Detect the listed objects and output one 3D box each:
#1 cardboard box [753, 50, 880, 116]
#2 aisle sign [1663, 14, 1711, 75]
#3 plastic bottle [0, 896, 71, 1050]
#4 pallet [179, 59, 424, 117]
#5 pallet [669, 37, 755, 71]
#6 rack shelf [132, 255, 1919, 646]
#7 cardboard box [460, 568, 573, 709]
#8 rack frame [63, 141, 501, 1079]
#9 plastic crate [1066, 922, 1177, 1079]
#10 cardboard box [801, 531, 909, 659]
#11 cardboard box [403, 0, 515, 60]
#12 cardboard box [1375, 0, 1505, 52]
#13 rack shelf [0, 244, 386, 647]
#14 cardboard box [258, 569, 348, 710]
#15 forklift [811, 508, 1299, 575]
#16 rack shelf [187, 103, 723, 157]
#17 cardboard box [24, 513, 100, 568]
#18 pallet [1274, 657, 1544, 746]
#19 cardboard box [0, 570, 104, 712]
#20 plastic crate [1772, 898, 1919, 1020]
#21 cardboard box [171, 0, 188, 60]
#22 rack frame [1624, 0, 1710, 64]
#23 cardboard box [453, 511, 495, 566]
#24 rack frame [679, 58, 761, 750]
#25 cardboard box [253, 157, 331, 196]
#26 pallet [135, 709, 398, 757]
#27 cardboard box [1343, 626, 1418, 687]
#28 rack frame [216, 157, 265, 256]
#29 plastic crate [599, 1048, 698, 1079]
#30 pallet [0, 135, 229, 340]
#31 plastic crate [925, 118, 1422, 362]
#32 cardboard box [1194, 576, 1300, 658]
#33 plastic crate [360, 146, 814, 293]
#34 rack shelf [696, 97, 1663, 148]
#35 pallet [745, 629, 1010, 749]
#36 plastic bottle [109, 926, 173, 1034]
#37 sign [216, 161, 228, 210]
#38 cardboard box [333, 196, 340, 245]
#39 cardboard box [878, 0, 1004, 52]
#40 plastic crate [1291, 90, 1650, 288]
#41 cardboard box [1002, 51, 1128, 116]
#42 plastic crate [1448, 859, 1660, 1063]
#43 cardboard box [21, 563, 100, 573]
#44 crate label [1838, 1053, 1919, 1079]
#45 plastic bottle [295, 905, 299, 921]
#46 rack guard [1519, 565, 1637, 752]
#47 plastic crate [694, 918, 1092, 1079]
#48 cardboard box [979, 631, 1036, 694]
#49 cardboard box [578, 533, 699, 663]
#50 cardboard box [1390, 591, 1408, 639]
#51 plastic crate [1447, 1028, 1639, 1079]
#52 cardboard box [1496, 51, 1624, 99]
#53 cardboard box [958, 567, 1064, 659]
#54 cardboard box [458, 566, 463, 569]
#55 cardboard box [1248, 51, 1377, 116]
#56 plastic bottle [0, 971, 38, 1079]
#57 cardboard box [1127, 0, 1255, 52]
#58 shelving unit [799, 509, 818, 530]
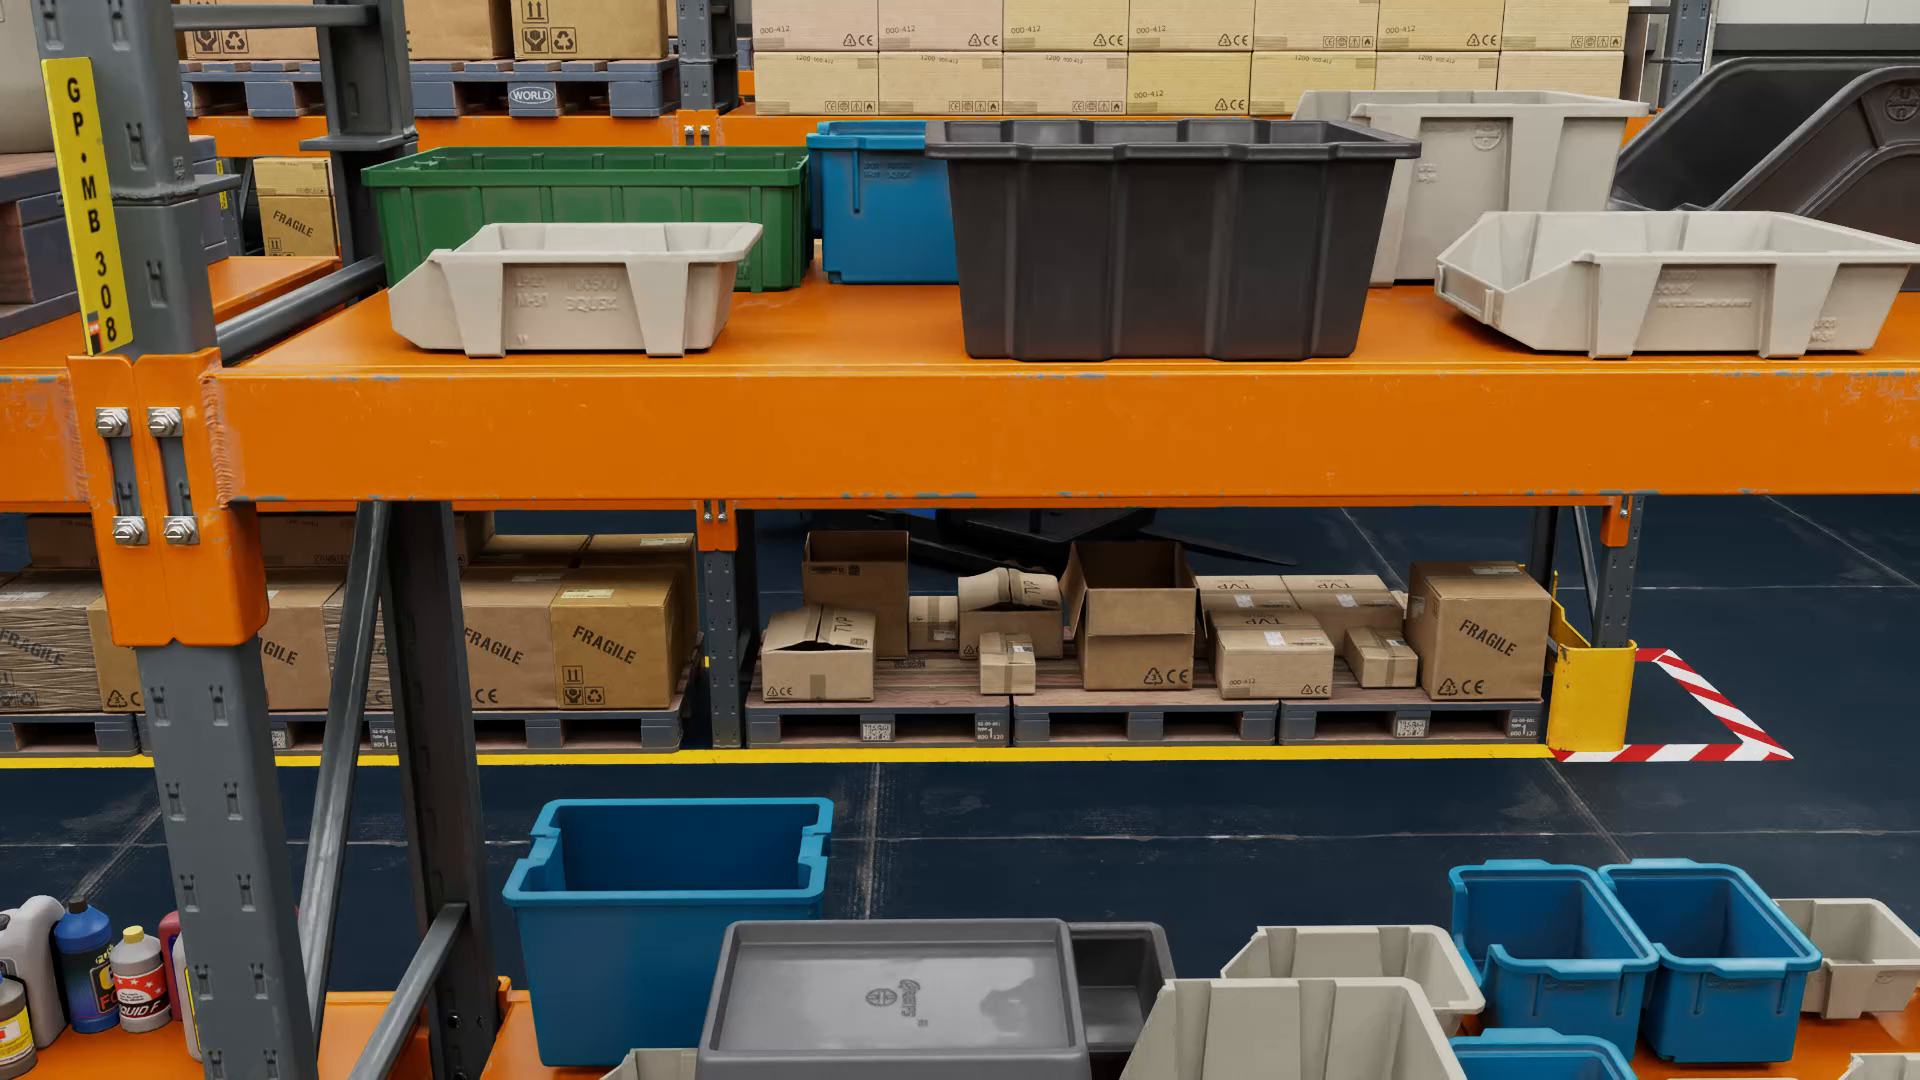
[{"bbox_3d":[-0.581,-1.910,6.926,0.500,0.250,0.500,0,18,-1],"label":"cardboard box"},{"bbox_3d":[3.002,-1.790,6.962,0.004,0.787,0.394,0,18,-1],"label":"aisle sign"},{"bbox_3d":[-1.831,0.833,3.242,0.135,0.276,0.152,0,18,-1],"label":"plastic bottle"},{"bbox_3d":[-2.761,-1.977,7.198,1.003,0.211,1.213,0,18,-1],"label":"pallet"},{"bbox_3d":[-2.069,-3.457,11.816,1.217,0.209,0.805,-1,18,-3],"label":"pallet"},{"bbox_3d":[1.004,-0.209,2.555,4.000,0.370,1.077,0,18,-1],"label":"rack shelf"},{"bbox_3d":[-2.054,0.444,7.624,0.500,0.500,0.500,0,18,-1],"label":"cardboard box"},{"bbox_3d":[-0.996,0.887,2.873,0.127,3.000,1.000,0,18,-1],"label":"rack frame"},{"bbox_3d":[0.119,0.902,3.179,0.590,0.125,0.437,0,18,-1],"label":"plastic crate"},{"bbox_3d":[-0.505,0.265,8.183,0.500,0.500,0.500,0,18,-1],"label":"cardboard box"},{"bbox_3d":[-2.243,-2.360,7.067,0.600,0.600,0.600,0,18,-1],"label":"cardboard box"},{"bbox_3d":[1.919,-2.158,6.879,0.500,0.250,0.500,0,18,-1],"label":"cardboard box"},{"bbox_3d":[-2.996,-0.190,2.495,4.000,0.370,1.077,0,18,-1],"label":"rack shelf"},{"bbox_3d":[-3.064,0.450,7.607,0.500,0.500,0.500,-1,18,-3],"label":"cardboard box"},{"bbox_3d":[0.525,-1.261,9.679,3.031,2.935,1.130,14,22,36],"label":"forklift"},{"bbox_3d":[-3.070,-1.702,7.211,4.000,0.370,1.077,0,18,-1],"label":"rack shelf"},{"bbox_3d":[-4.082,-0.061,7.972,0.500,0.250,0.500,0,18,1],"label":"cardboard box"},{"bbox_3d":[2.056,0.687,8.061,1.213,0.211,1.003,0,18,-1],"label":"pallet"},{"bbox_3d":[-4.087,0.455,7.592,0.500,0.500,0.500,-1,18,-3],"label":"cardboard box"},{"bbox_3d":[1.751,0.844,3.338,0.298,0.136,0.250,0,18,-1],"label":"plastic crate"},{"bbox_3d":[-3.605,-2.100,7.110,0.500,0.500,0.910,0,18,-1],"label":"cardboard box"},{"bbox_3d":[2.929,-3.502,6.733,0.127,3.000,1.000,0,18,-1],"label":"rack frame"},{"bbox_3d":[-2.558,-0.070,7.999,0.500,0.250,0.500,0,18,-1],"label":"cardboard box"},{"bbox_3d":[-1.071,-0.626,7.589,0.127,3.000,1.000,0,18,-1],"label":"rack frame"},{"bbox_3d":[-4.665,-2.599,11.829,0.500,0.250,0.500,0,18,0],"label":"cardboard box"},{"bbox_3d":[-3.106,0.724,7.946,1.213,0.211,1.003,0,18,-1],"label":"pallet"},{"bbox_3d":[1.983,0.546,7.852,0.250,0.166,0.380,0,18,-1],"label":"cardboard box"},{"bbox_3d":[-5.152,-2.120,12.245,0.127,3.000,1.000,0,18,-1],"label":"rack frame"},{"bbox_3d":[-0.529,1.025,2.775,0.243,0.136,0.396,0,18,-1],"label":"plastic crate"},{"bbox_3d":[-1.778,-0.418,2.339,1.003,0.211,1.213,0,18,-1],"label":"pallet"},{"bbox_3d":[0.250,-0.402,2.193,0.590,0.269,0.497,0,18,-1],"label":"plastic crate"},{"bbox_3d":[1.381,0.375,8.249,0.500,0.250,0.500,0,18,-1],"label":"cardboard box"},{"bbox_3d":[-0.577,-0.535,2.741,0.662,0.188,0.450,0,18,-1],"label":"plastic crate"},{"bbox_3d":[0.929,-1.722,7.271,4.000,0.370,1.077,0,18,-1],"label":"rack shelf"},{"bbox_3d":[-0.384,0.699,8.025,1.213,0.211,1.003,0,18,-1],"label":"pallet"},{"bbox_3d":[-1.618,0.859,3.283,0.097,0.201,0.097,0,18,0],"label":"plastic bottle"},{"bbox_3d":[-5.134,-2.468,11.564,0.005,0.325,0.100,0,18,-1],"label":"sign"},{"bbox_3d":[-4.139,-2.243,11.944,0.500,0.500,0.500,0,18,1],"label":"cardboard box"},{"bbox_3d":[-0.081,-2.151,6.858,0.500,0.250,0.500,0,18,-1],"label":"cardboard box"},{"bbox_3d":[0.782,-0.588,2.754,0.530,0.282,0.437,0,18,-1],"label":"plastic crate"},{"bbox_3d":[0.419,-1.913,6.936,0.500,0.250,0.500,0,18,-1],"label":"cardboard box"},{"bbox_3d":[1.135,0.827,3.235,0.300,0.233,0.416,0,18,-1],"label":"plastic crate"},{"bbox_3d":[-4.139,0.298,8.081,0.500,0.500,0.500,0,18,1],"label":"cardboard box"},{"bbox_3d":[1.623,1.029,2.762,0.243,0.136,0.396,0,18,-1],"label":"crate label"},{"bbox_3d":[-1.370,0.814,3.292,0.133,0.283,0.061,0,18,-1],"label":"plastic bottle"},{"bbox_3d":[2.853,0.545,8.030,0.348,0.500,1.175,0,18,-1],"label":"rack guard"},{"bbox_3d":[-0.099,0.900,2.629,0.583,0.464,0.402,0,18,-1],"label":"plastic crate"},{"bbox_3d":[0.217,0.570,7.778,0.250,0.166,0.380,0,18,-1],"label":"cardboard box"},{"bbox_3d":[-1.558,0.282,8.129,0.500,0.500,0.500,-1,18,-3],"label":"cardboard box"},{"bbox_3d":[2.255,0.392,8.332,0.250,0.166,0.380,0,18,-1],"label":"cardboard box"},{"bbox_3d":[0.954,1.007,2.675,0.300,0.233,0.416,0,18,-1],"label":"plastic crate"},{"bbox_3d":[2.419,-1.919,6.955,0.500,0.250,0.500,0,18,-1],"label":"cardboard box"},{"bbox_3d":[0.244,0.352,8.223,0.500,0.311,0.500,0,18,-1],"label":"cardboard box"},{"bbox_3d":[-2.591,0.288,8.110,0.500,0.500,0.500,0,18,0],"label":"cardboard box"},{"bbox_3d":[1.419,-1.914,6.938,0.500,0.250,0.500,0,18,-1],"label":"cardboard box"},{"bbox_3d":[-1.810,0.907,3.135,0.097,0.201,0.097,0,18,0],"label":"plastic bottle"},{"bbox_3d":[0.919,-2.152,6.862,0.500,0.250,0.500,0,18,-1],"label":"cardboard box"},{"bbox_3d":[-1.196,-0.628,10.540,0.503,1.200,0.258,-11,21,-30],"label":"shelving unit"}]
